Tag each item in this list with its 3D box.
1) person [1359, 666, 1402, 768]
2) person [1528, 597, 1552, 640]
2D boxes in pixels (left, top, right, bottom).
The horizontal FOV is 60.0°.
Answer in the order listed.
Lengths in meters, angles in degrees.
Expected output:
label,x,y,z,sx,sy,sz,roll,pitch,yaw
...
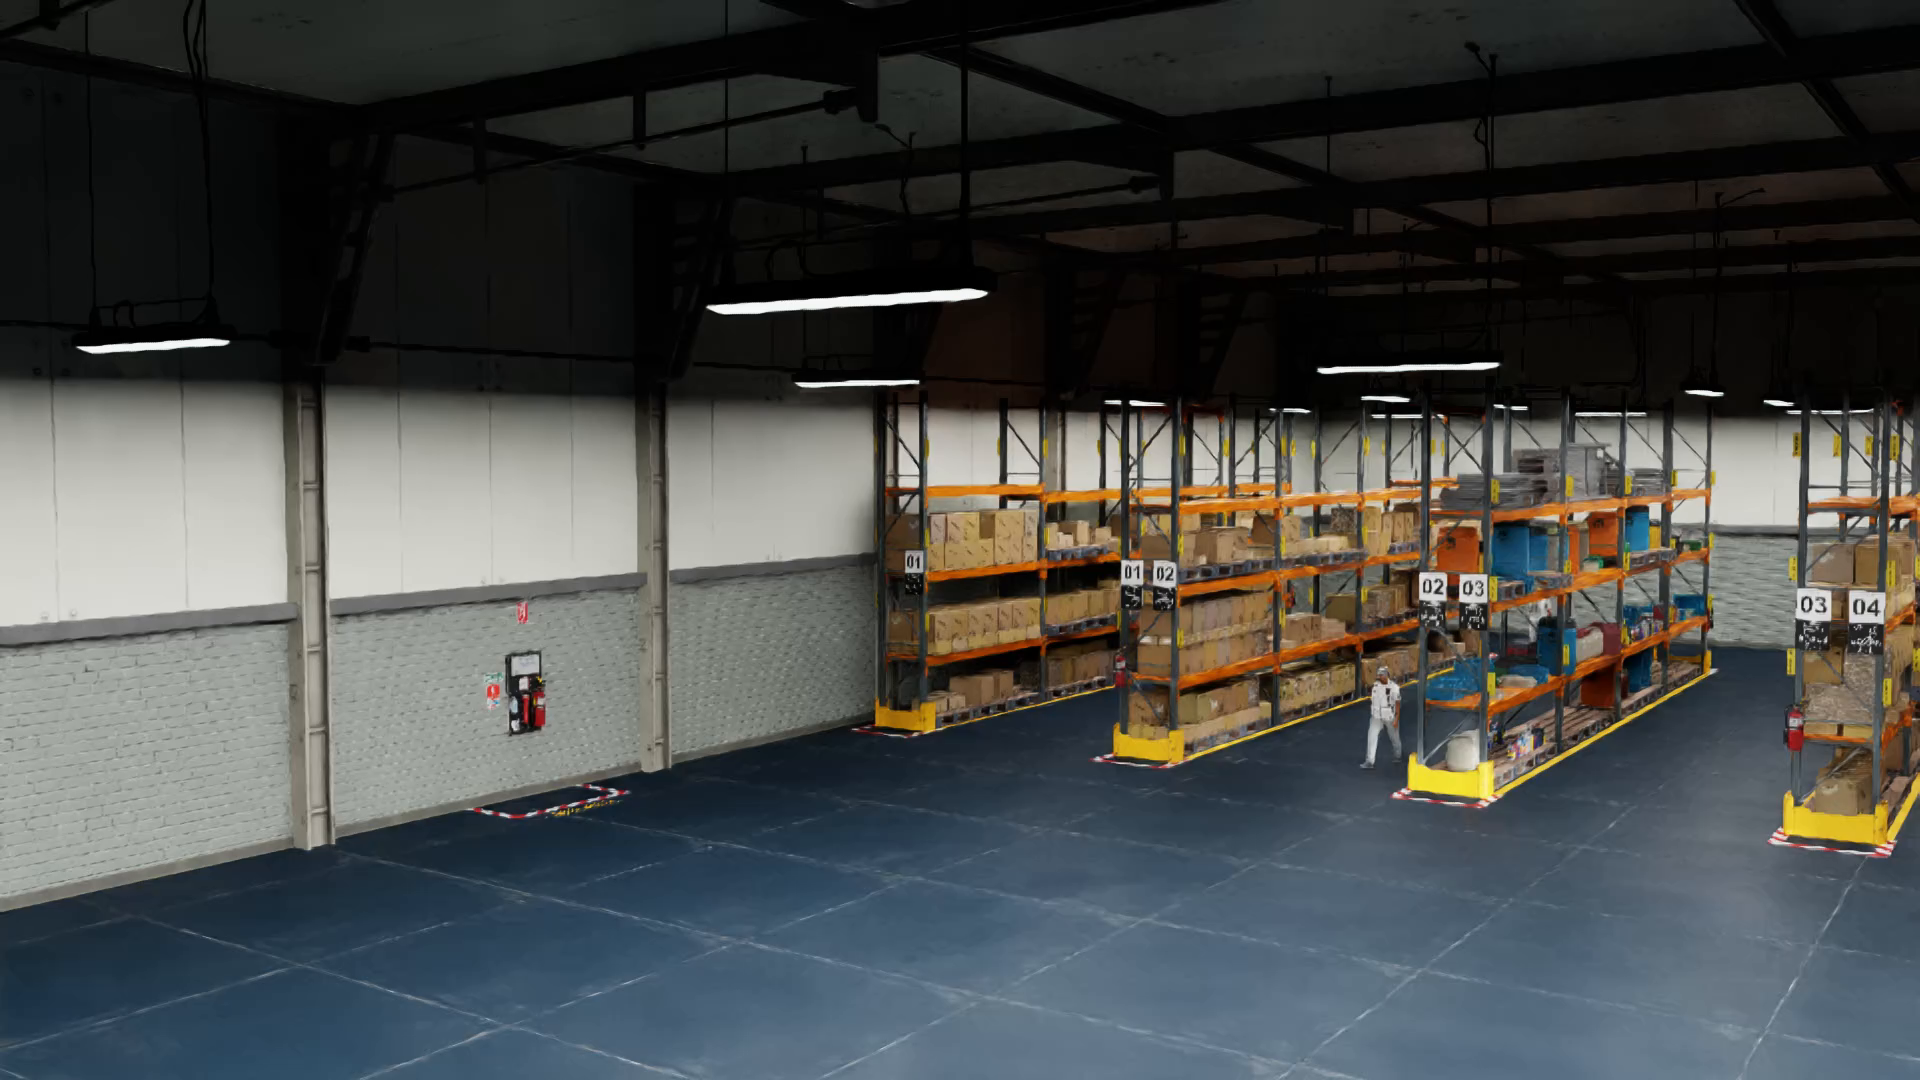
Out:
label,x,y,z,sx,sy,sz,roll,pitch,yaw
person,6.643,2.750,25.985,0.482,1.579,1.071,2,4,33
person,13.910,1.901,39.938,0.573,1.692,1.032,2,4,34
